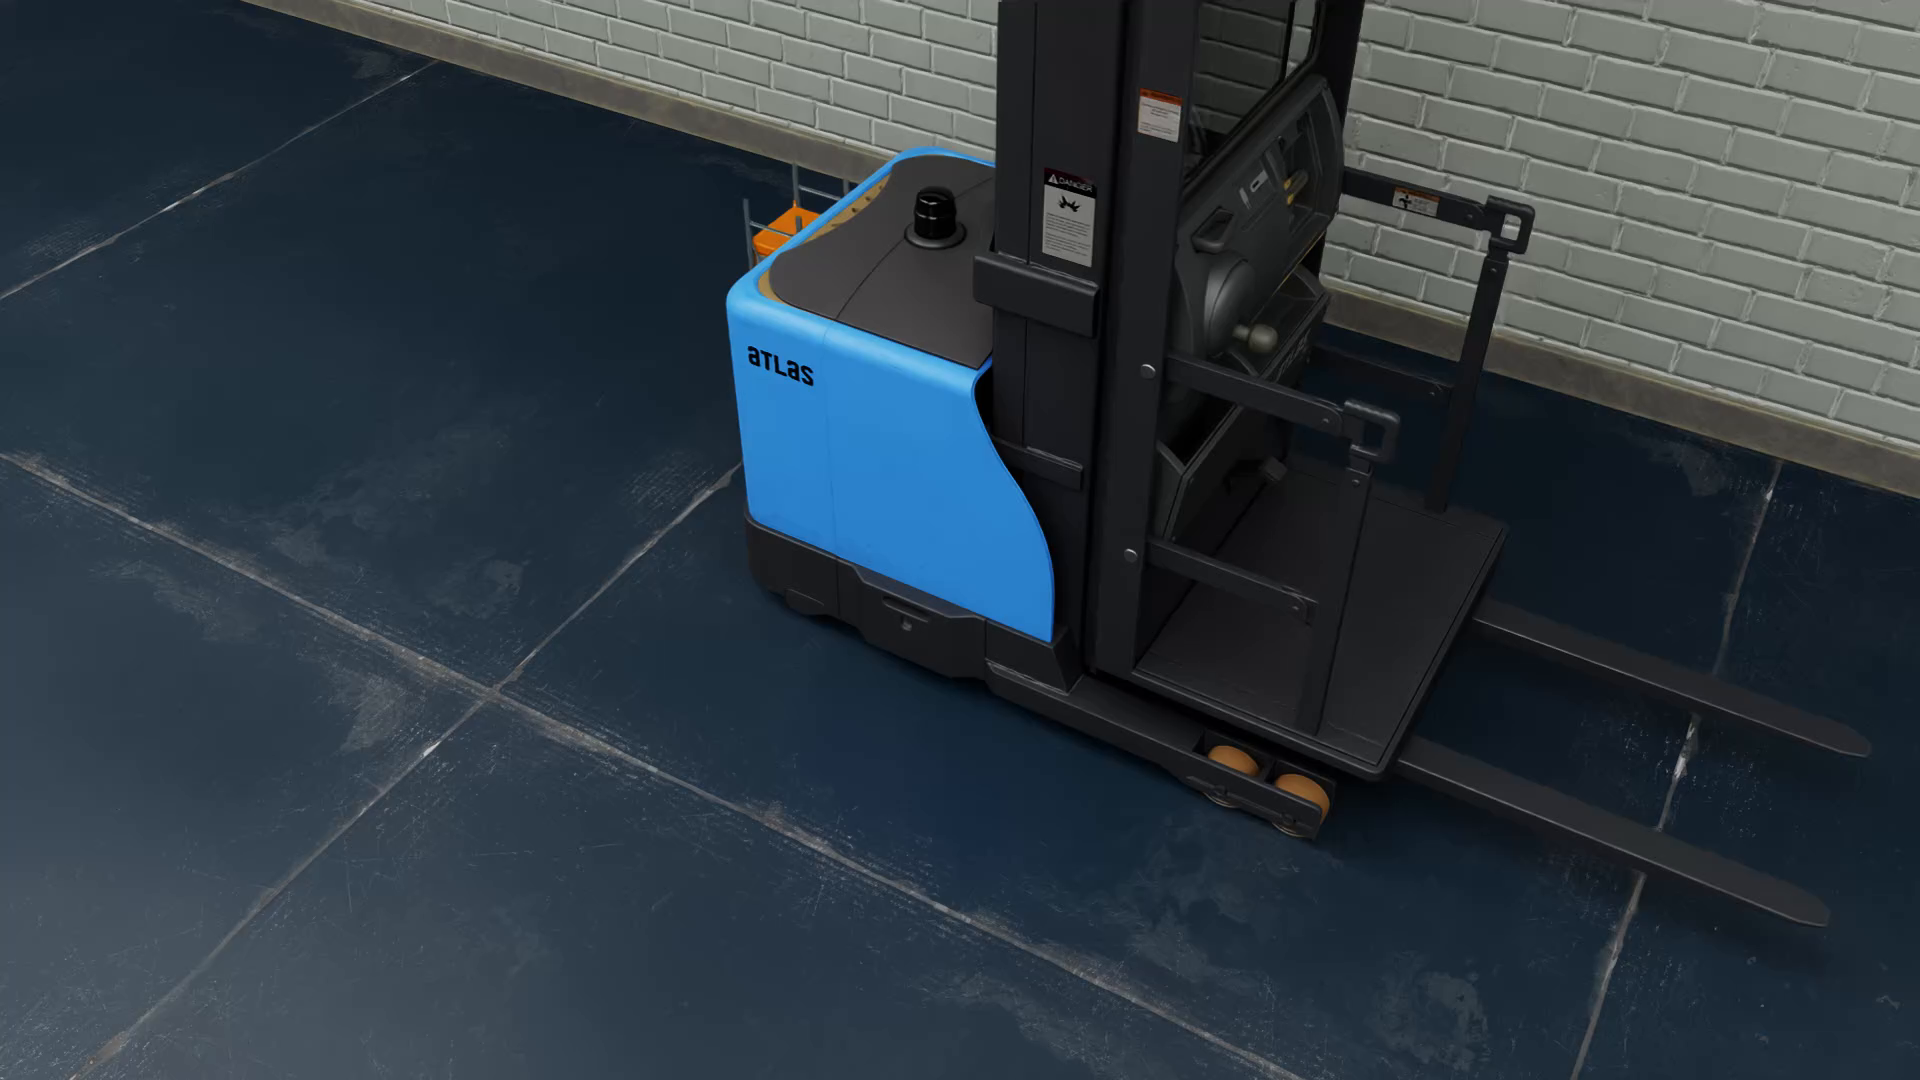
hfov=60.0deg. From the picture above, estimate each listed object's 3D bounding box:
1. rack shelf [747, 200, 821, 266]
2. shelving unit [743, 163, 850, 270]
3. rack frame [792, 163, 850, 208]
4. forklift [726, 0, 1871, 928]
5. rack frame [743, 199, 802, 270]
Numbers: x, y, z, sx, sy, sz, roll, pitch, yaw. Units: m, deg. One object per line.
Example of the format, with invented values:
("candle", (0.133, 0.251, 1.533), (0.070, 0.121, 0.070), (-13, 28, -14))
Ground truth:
("rack shelf", (-0.474, -0.825, 4.979), (0.215, 0.259, 0.240), (21, 46, 22))
("shelving unit", (-0.473, -0.620, 5.160), (0.215, 1.050, 0.252), (21, 46, 22))
("rack frame", (-0.411, -0.690, 5.239), (0.200, 1.050, 0.008), (21, 46, 22))
("forklift", (0.893, -0.727, 3.857), (3.031, 2.935, 1.130), (21, 46, 22))
("rack frame", (-0.536, -0.551, 5.081), (0.200, 1.050, 0.008), (21, 46, 22))
